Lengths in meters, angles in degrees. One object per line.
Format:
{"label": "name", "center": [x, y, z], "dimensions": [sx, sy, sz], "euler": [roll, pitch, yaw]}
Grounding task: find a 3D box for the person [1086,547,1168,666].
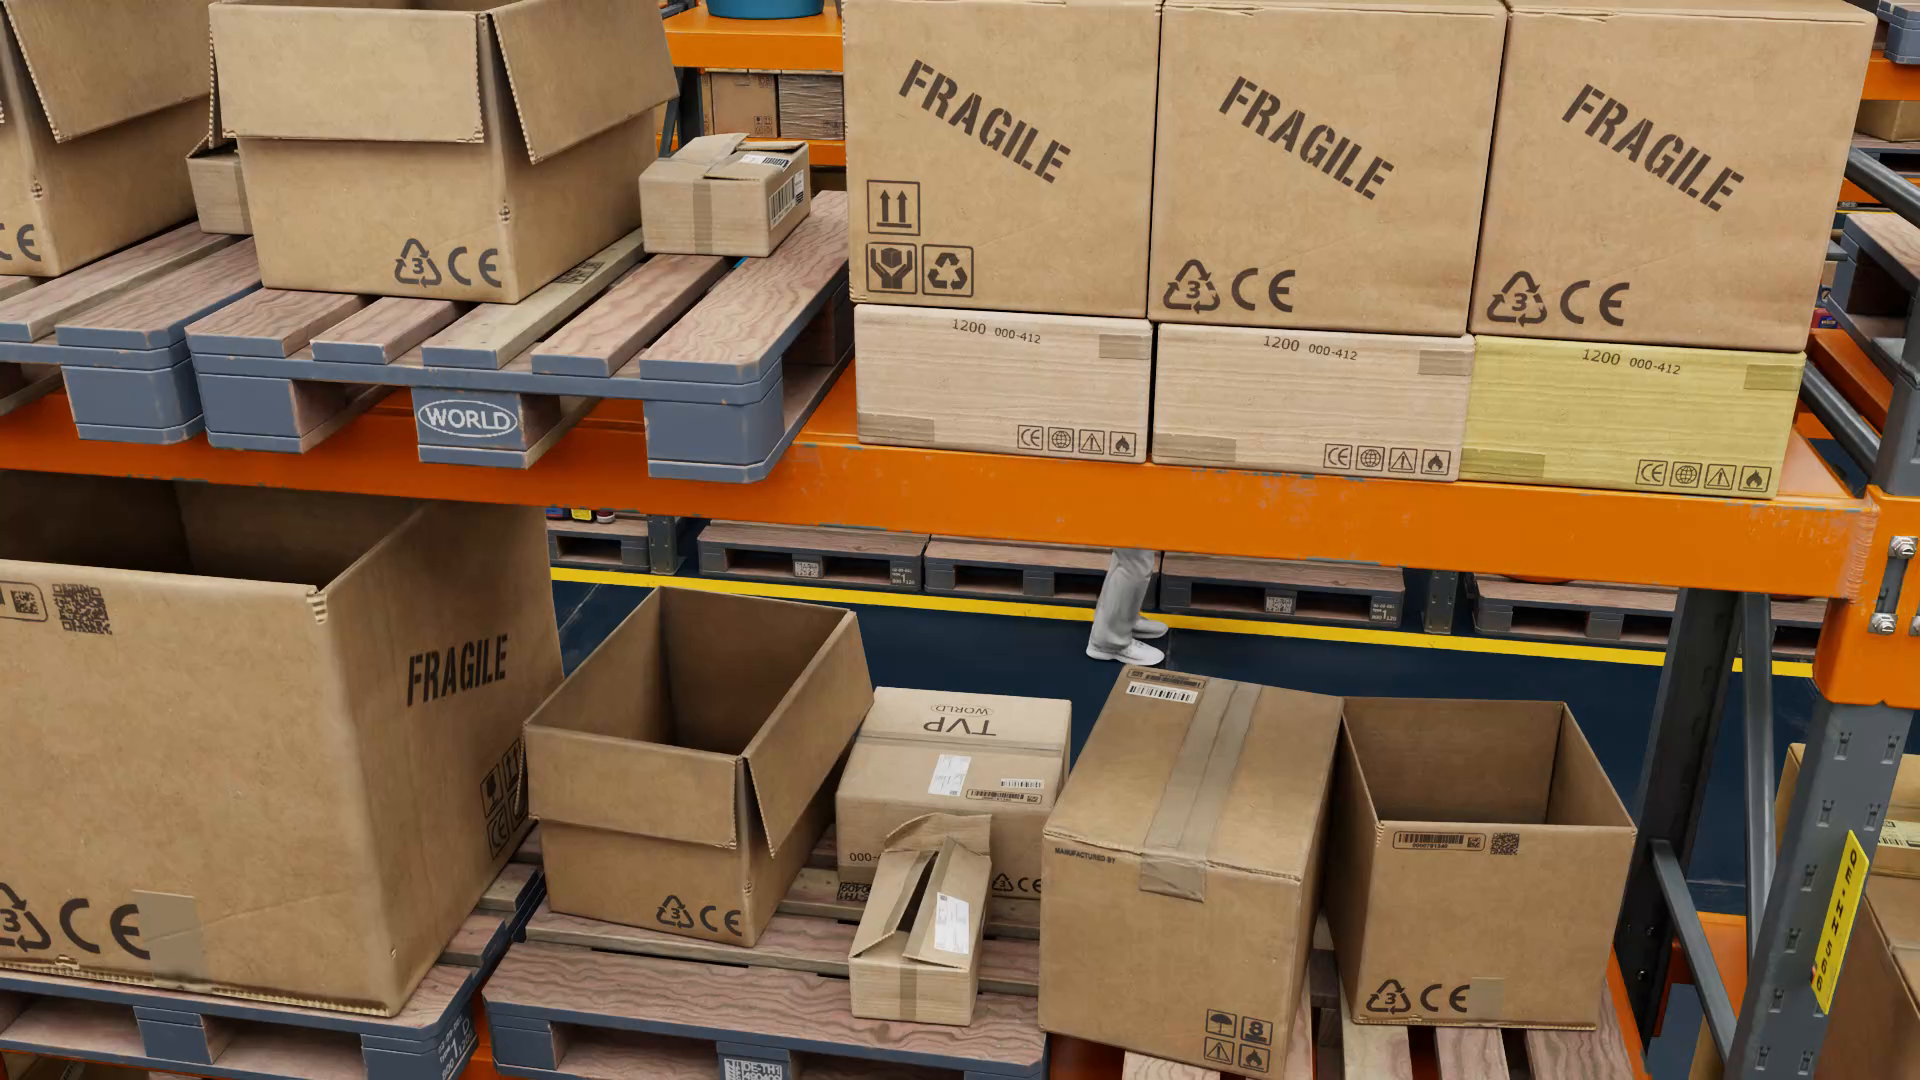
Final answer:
{"label": "person", "center": [0.907, -0.234, 7.761], "dimensions": [0.631, 1.679, 0.540], "euler": [4, 25, 8]}
